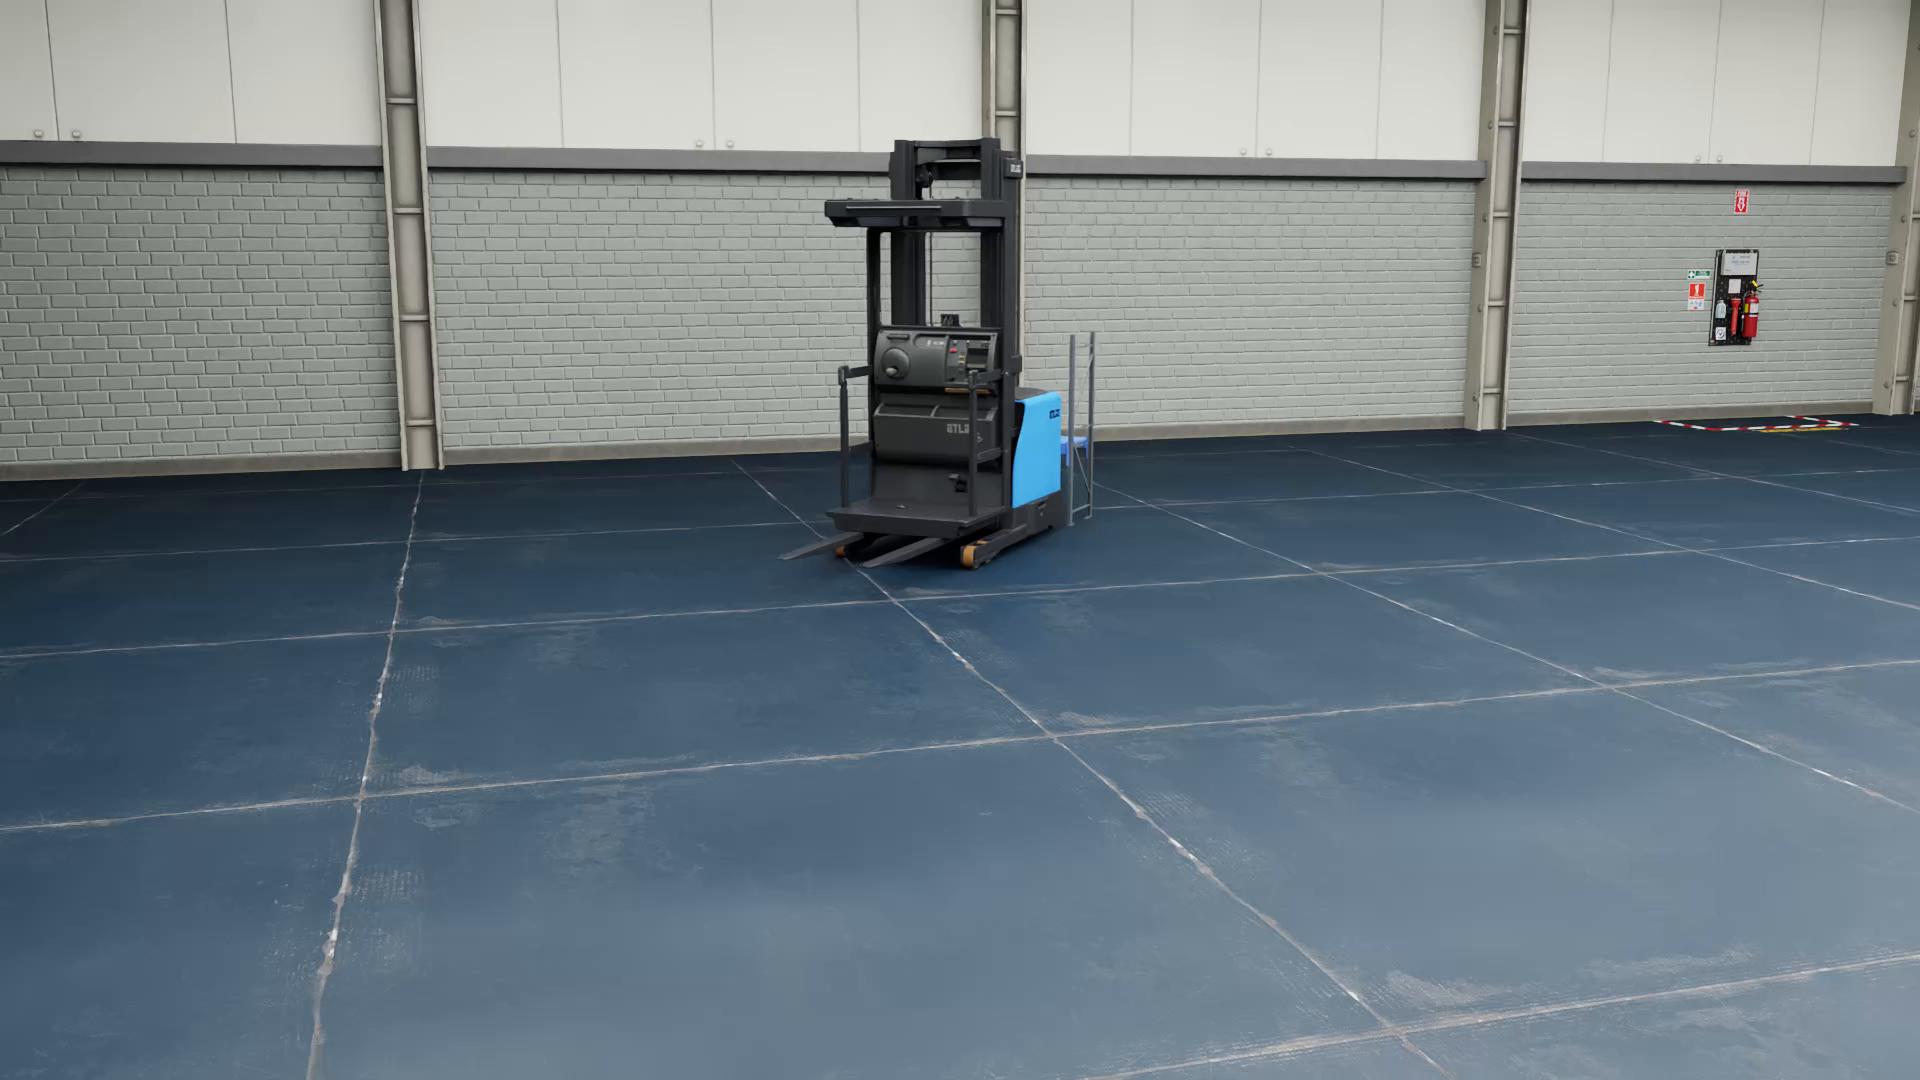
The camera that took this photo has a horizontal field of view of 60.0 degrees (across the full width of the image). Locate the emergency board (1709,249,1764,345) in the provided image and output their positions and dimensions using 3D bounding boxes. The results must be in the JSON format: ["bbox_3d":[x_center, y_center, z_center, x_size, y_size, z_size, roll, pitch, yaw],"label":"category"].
[{"bbox_3d":[9.598,-2.983,20.464,0.643,1.169,0.194,-3,11,-16],"label":"emergency board"}]

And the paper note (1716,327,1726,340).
[{"bbox_3d":[9.409,-2.553,20.560,0.142,0.148,0.016,-3,11,-16],"label":"paper note"}]

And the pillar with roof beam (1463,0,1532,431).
[{"bbox_3d":[7.424,-5.000,14.849,0.400,9.000,9.100,-3,11,-16],"label":"pillar with roof beam"}]

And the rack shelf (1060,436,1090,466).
[{"bbox_3d":[0.500,-0.750,13.453,1.000,0.185,0.538,5,11,24],"label":"rack shelf"}]

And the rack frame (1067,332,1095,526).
[{"bbox_3d":[0.963,-0.889,13.216,0.032,1.500,0.500,5,11,24],"label":"rack frame"}]

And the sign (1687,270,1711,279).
[{"bbox_3d":[9.045,-3.250,20.351,0.331,0.109,0.001,-3,11,-16],"label":"sign"}]

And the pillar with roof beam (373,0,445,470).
[{"bbox_3d":[-4.098,-4.392,11.551,0.400,9.000,9.100,-3,11,-16],"label":"pillar with roof beam"}]

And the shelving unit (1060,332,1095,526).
[{"bbox_3d":[0.500,-0.927,13.423,1.048,1.500,0.538,5,11,24],"label":"shelving unit"}]

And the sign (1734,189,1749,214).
[{"bbox_3d":[9.562,-4.140,20.346,0.199,0.298,0.001,-3,11,-16],"label":"sign"}]

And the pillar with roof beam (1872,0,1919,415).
[{"bbox_3d":[13.185,-5.303,16.499,0.400,9.000,9.100,-3,11,-16],"label":"pillar with roof beam"}]

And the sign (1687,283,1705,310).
[{"bbox_3d":[9.038,-2.990,20.406,0.234,0.329,0.001,-3,11,-16],"label":"sign"}]

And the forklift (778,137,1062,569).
[{"bbox_3d":[-0.258,-1.329,11.670,1.130,2.935,3.031,5,11,23],"label":"forklift"}]

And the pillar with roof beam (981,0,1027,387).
[{"bbox_3d":[1.663,-4.696,13.200,0.400,9.000,9.100,-3,11,-16],"label":"pillar with roof beam"}]
